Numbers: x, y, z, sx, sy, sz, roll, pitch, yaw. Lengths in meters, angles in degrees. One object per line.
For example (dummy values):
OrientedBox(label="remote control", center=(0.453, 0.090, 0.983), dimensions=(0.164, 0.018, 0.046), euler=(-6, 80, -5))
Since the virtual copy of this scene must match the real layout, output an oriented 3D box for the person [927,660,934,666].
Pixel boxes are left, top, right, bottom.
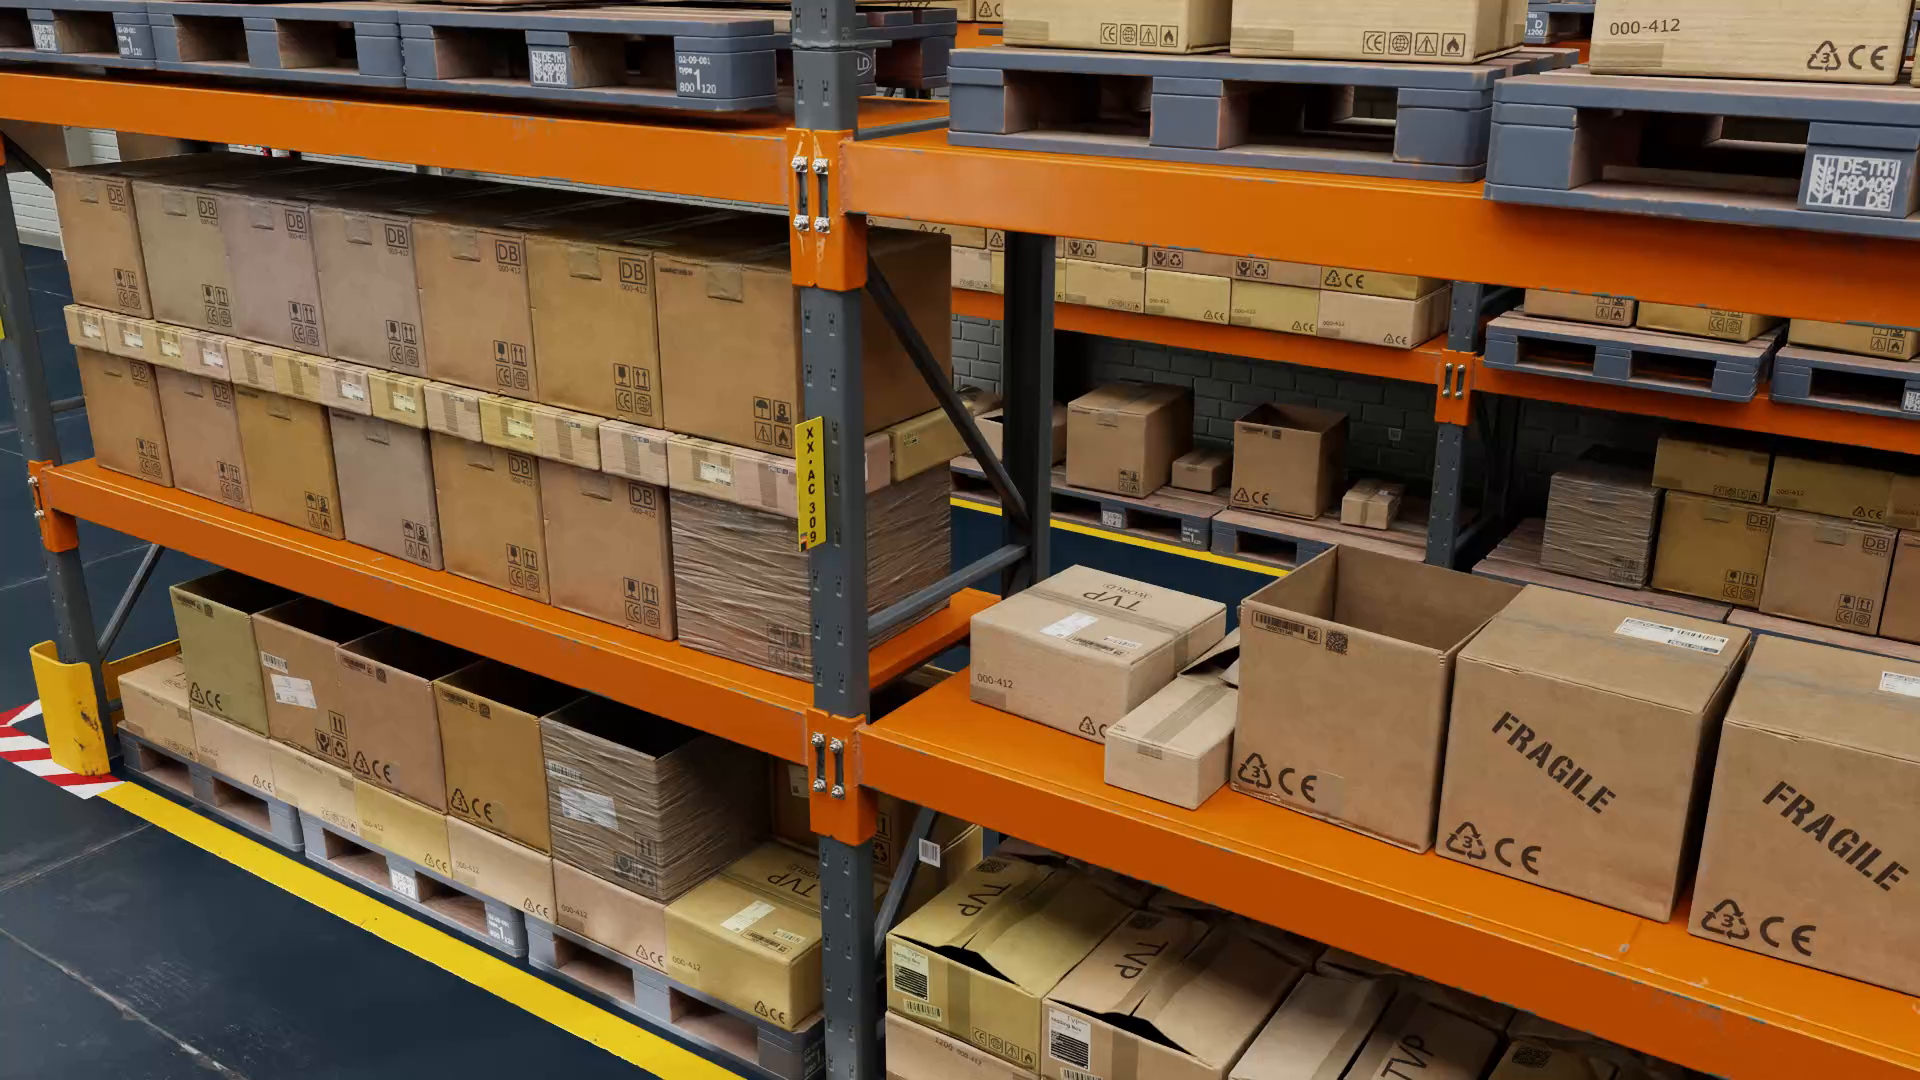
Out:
OrientedBox(label="person", center=(-0.279, 0.075, 6.865), dimensions=(0.360, 1.673, 0.499), euler=(13, 24, 32))
